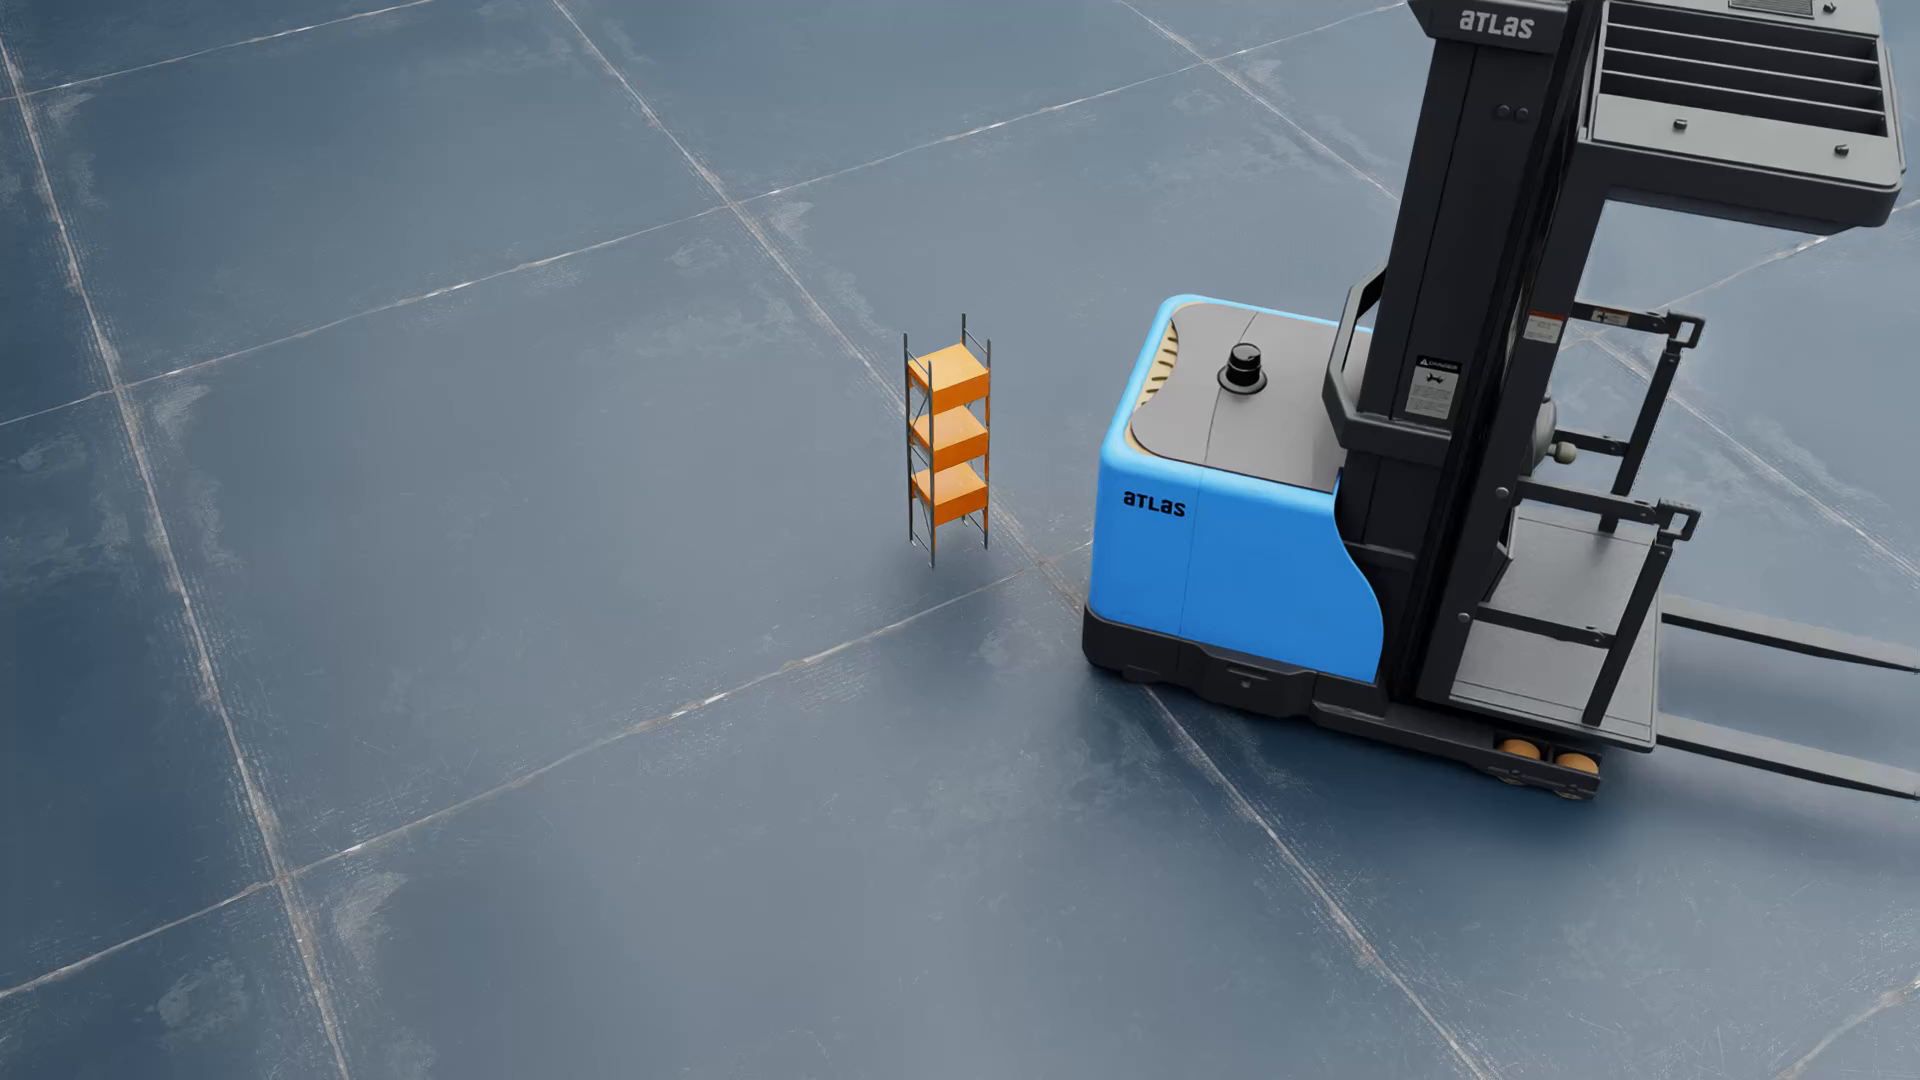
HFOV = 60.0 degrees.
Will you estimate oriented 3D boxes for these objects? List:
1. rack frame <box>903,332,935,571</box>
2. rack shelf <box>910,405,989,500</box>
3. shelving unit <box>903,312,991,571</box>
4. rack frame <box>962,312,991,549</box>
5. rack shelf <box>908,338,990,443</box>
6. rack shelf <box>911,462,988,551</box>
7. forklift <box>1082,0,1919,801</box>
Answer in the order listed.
[{"bbox_3d":[-0.152,-0.316,6.322,0.008,1.050,0.200,-22,48,-21],"label":"rack frame"},{"bbox_3d":[-0.046,-0.351,6.373,0.240,0.259,0.215,-22,48,-21],"label":"rack shelf"},{"bbox_3d":[-0.046,-0.358,6.365,0.252,1.050,0.215,-22,48,-21],"label":"shelving unit"},{"bbox_3d":[0.059,-0.401,6.409,0.008,1.050,0.200,-22,48,-21],"label":"rack frame"},{"bbox_3d":[-0.046,-0.554,6.175,0.240,0.259,0.215,-22,48,-21],"label":"rack shelf"},{"bbox_3d":[-0.046,-0.151,6.566,0.240,0.259,0.215,-22,48,-21],"label":"rack shelf"},{"bbox_3d":[2.031,-0.566,5.228,3.031,2.935,1.130,13,46,13],"label":"forklift"}]
